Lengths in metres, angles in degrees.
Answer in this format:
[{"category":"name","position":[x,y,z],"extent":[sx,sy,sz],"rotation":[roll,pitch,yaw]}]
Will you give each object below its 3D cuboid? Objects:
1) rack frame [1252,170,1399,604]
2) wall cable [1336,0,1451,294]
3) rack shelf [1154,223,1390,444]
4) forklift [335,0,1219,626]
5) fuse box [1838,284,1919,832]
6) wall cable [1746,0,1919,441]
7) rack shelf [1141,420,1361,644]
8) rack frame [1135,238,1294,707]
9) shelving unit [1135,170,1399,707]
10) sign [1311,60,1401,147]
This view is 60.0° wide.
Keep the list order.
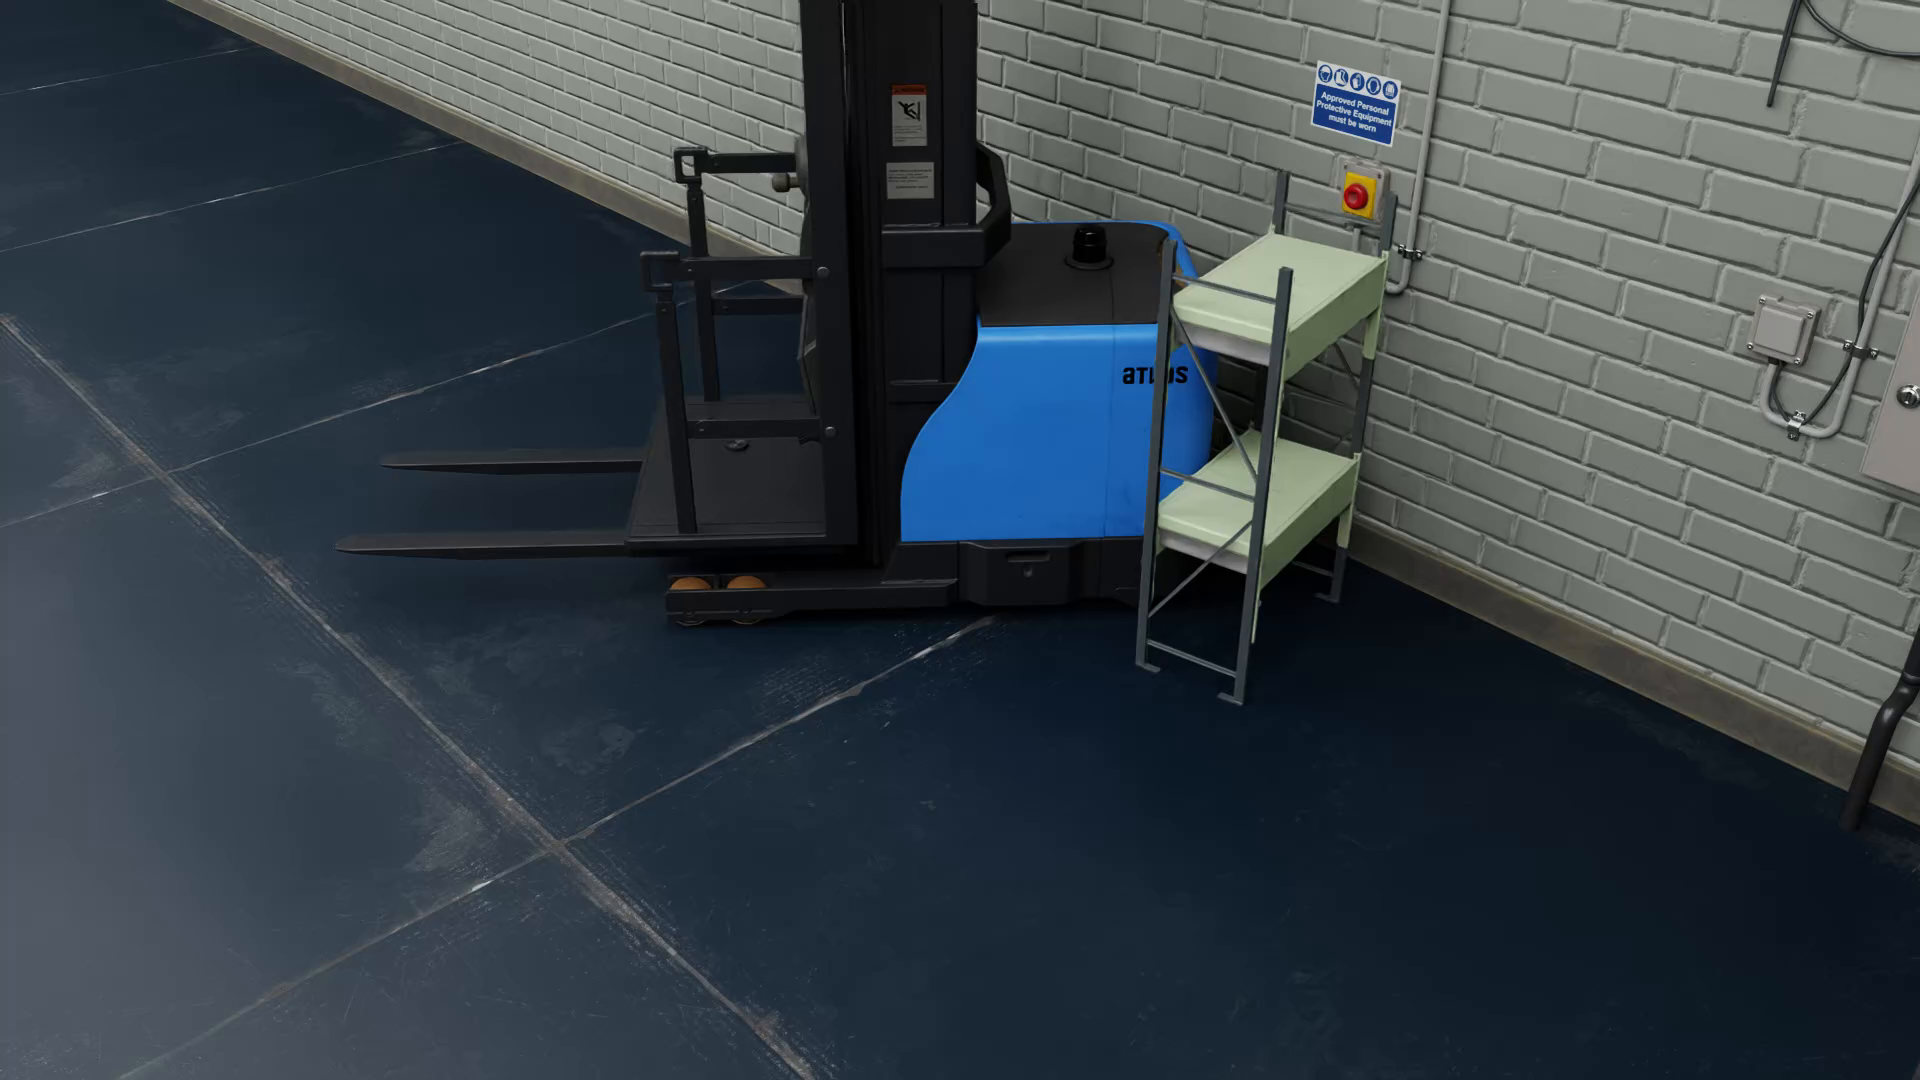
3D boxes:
[{"category":"rack frame","position":[1.180,-0.477,5.593],"extent":[0.400,1.500,0.023],"rotation":[20,37,30]},{"category":"wall cable","position":[1.284,-1.725,5.191],"extent":[0.123,1.953,0.585],"rotation":[-26,40,-35]},{"category":"rack shelf","position":[0.967,-0.655,5.135],"extent":[0.431,0.370,0.720],"rotation":[20,37,30]},{"category":"forklift","position":[-0.674,-1.236,5.461],"extent":[3.031,2.935,1.130],"rotation":[-1,31,-2]},{"category":"fuse box","position":[2.605,0.127,4.402],"extent":[0.414,1.711,0.539],"rotation":[-26,40,-35]},{"category":"wall cable","position":[2.256,-1.173,4.319],"extent":[0.122,1.984,0.588],"rotation":[-26,40,-35]},{"category":"rack shelf","position":[0.967,-0.044,5.509],"extent":[0.431,0.370,0.720],"rotation":[20,37,30]},{"category":"rack frame","position":[0.755,-0.166,5.084],"extent":[0.400,1.500,0.023],"rotation":[20,37,30]},{"category":"shelving unit","position":[0.967,-0.322,5.339],"extent":[0.431,1.500,0.755],"rotation":[20,37,30]},{"category":"sign","position":[1.296,-1.433,5.460],"extent":[0.001,0.218,0.327],"rotation":[-26,40,-35]}]
